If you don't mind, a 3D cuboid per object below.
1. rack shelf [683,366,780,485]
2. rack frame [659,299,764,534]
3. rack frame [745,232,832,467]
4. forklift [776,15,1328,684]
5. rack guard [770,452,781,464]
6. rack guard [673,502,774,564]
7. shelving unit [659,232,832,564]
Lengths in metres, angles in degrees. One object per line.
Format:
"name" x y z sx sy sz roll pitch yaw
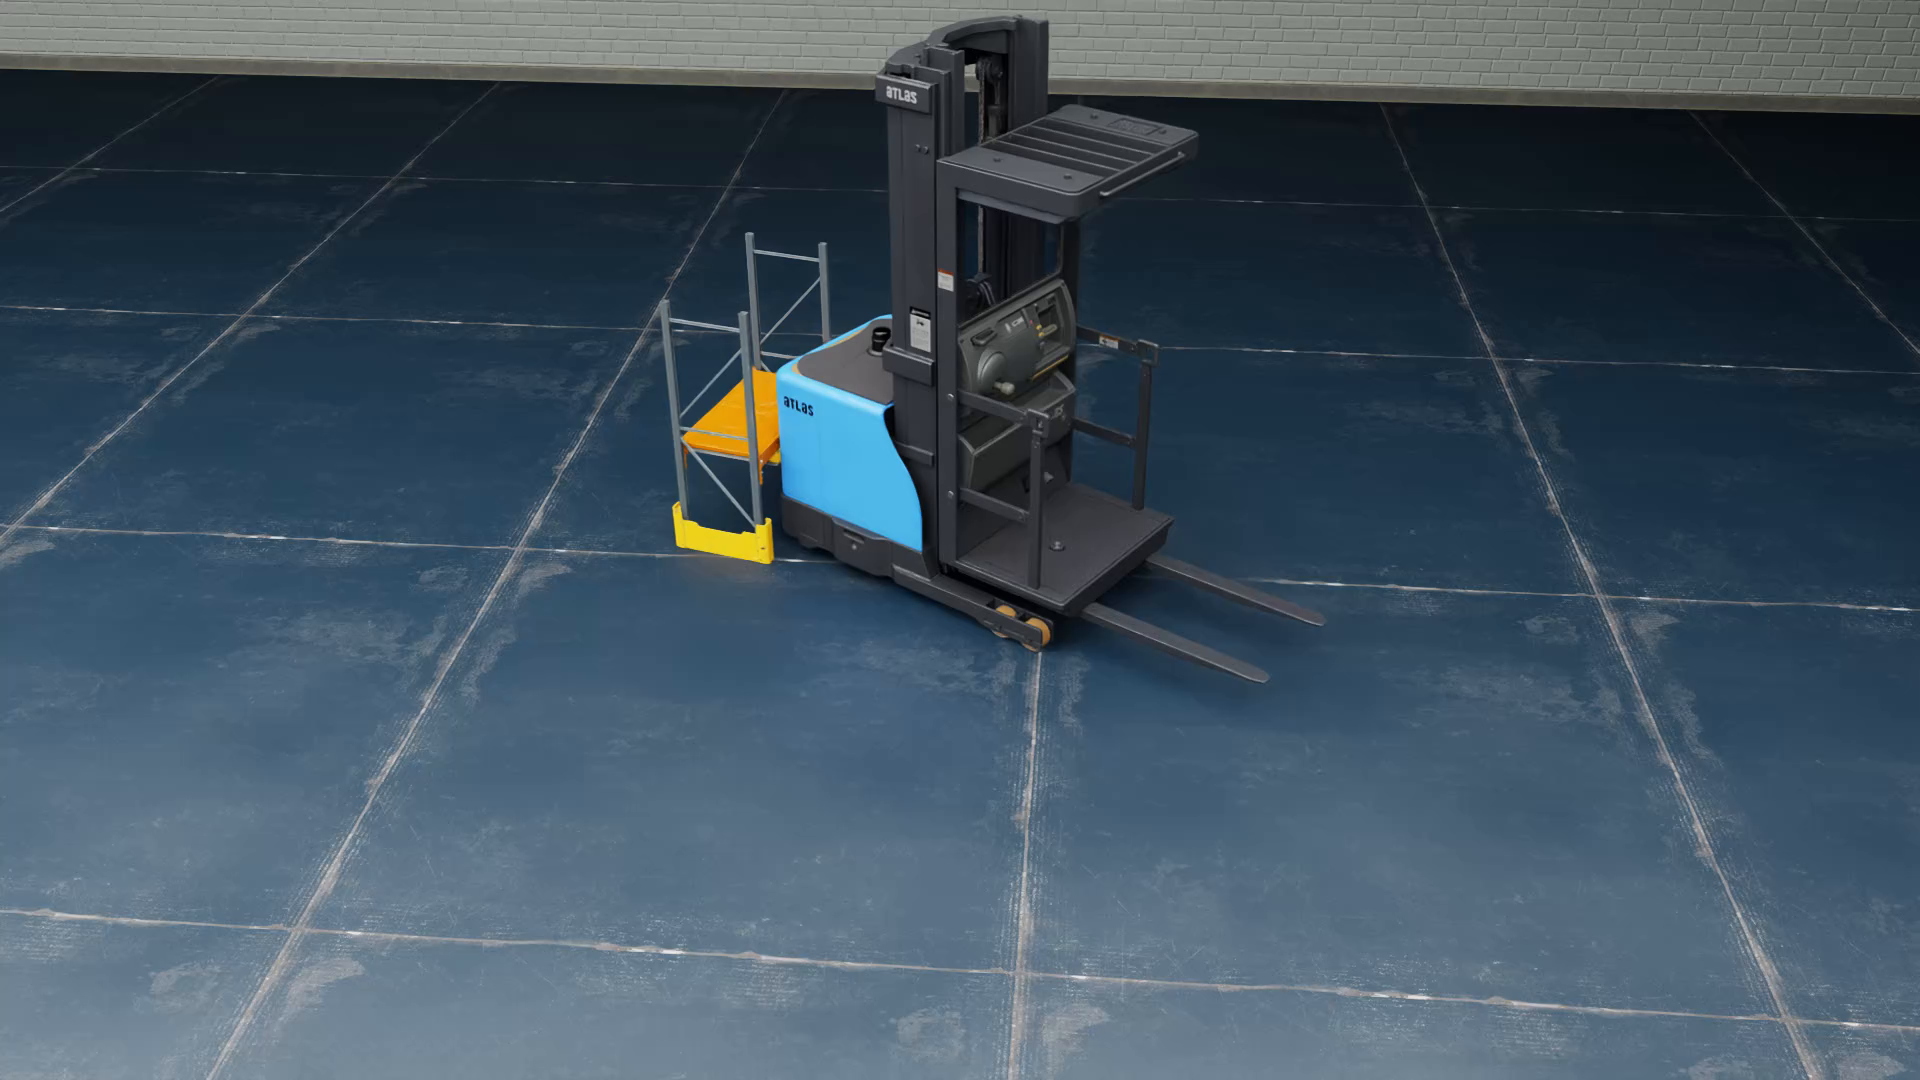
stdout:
"rack shelf" -1.161 -0.671 9.532 0.538 0.185 1.000 11 33 17
"rack frame" -1.333 -0.573 9.031 0.500 1.500 0.032 11 33 17
"rack frame" -0.990 -1.075 9.845 0.500 1.500 0.032 11 33 17
"forklift" 0.464 -0.991 8.345 3.031 2.935 1.130 22 38 31
"rack guard" -0.996 -0.533 10.158 0.587 0.250 0.087 11 33 17
"rack guard" -1.332 -0.042 9.360 0.587 0.250 0.087 11 33 17
"shelving unit" -1.164 -0.820 9.431 0.587 1.500 1.083 11 33 17
